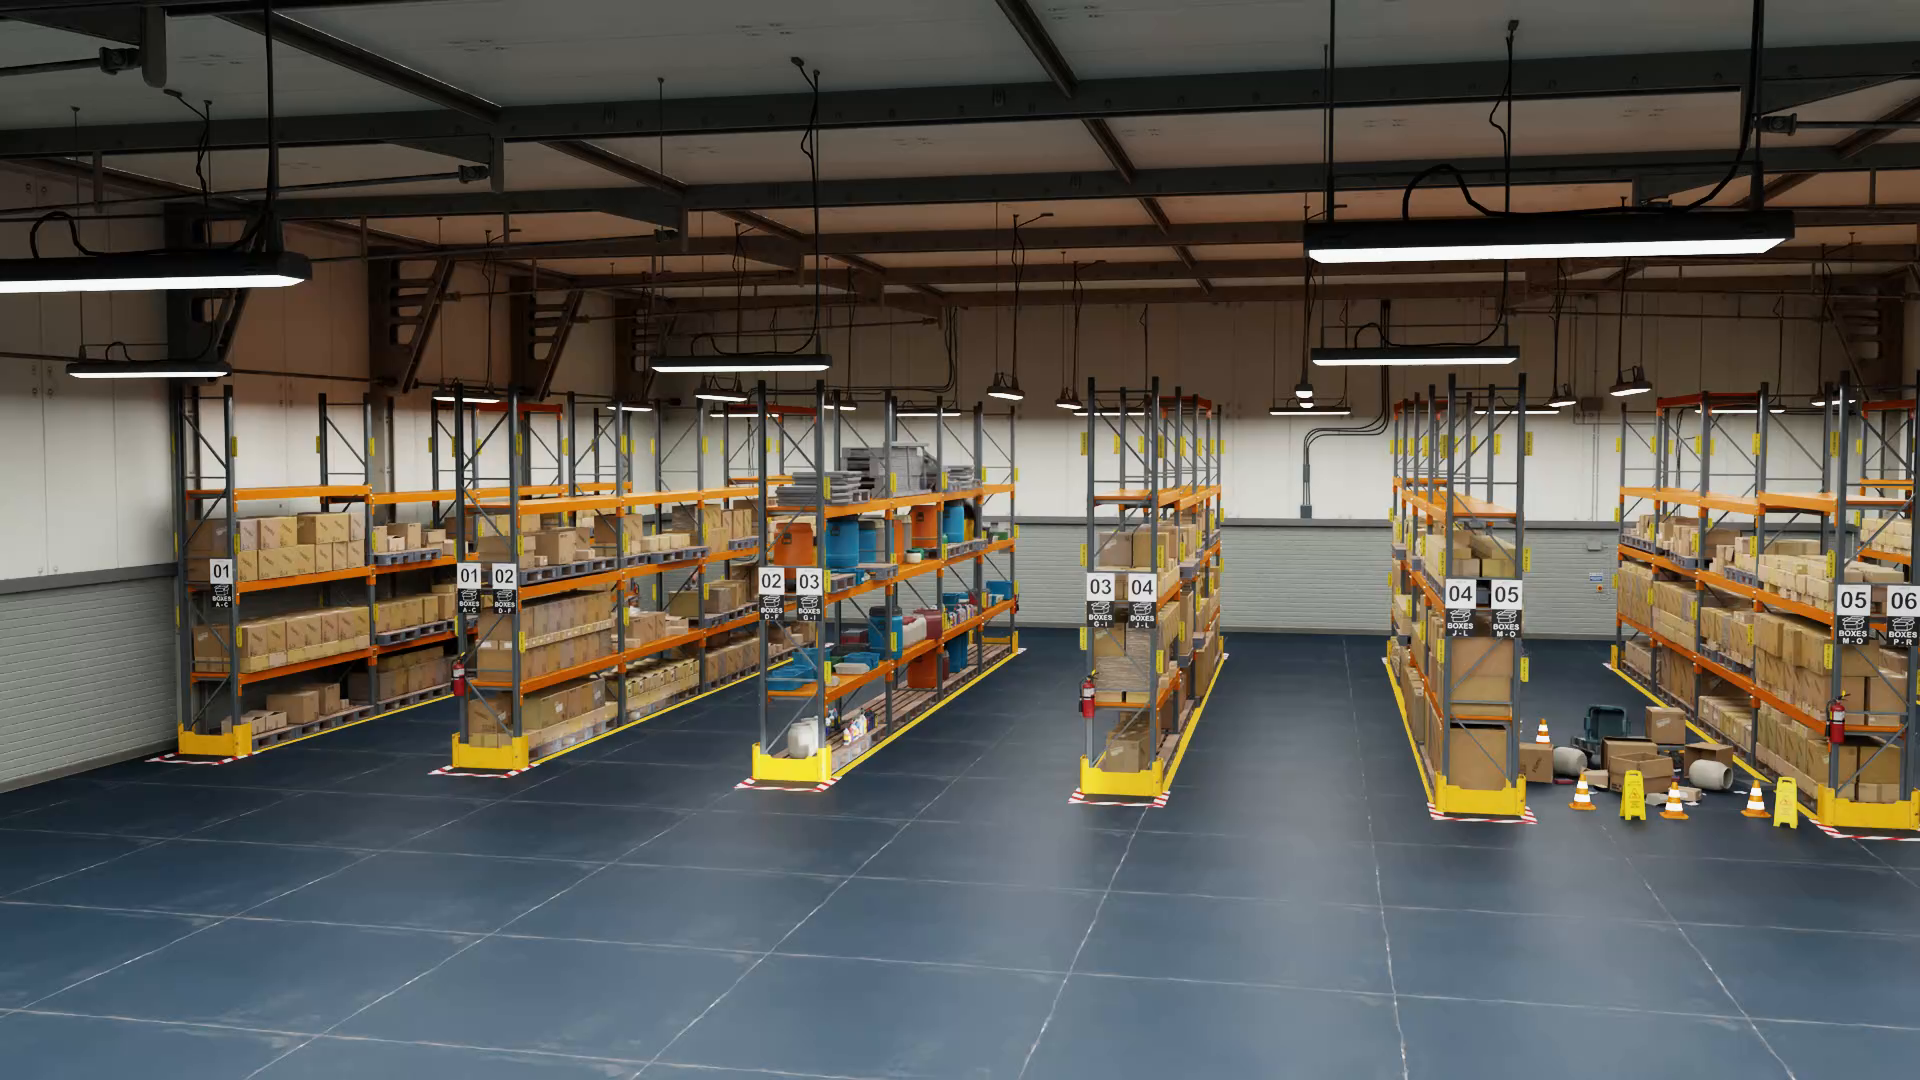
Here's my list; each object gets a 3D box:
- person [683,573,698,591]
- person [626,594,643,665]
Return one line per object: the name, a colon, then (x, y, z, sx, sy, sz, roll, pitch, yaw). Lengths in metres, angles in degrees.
person: (-7.005, 1.701, 43.662, 0.626, 1.662, 1.044, 0, 3, 6)
person: (-7.125, 2.066, 36.397, 0.574, 1.767, 0.521, -3, 4, -42)
